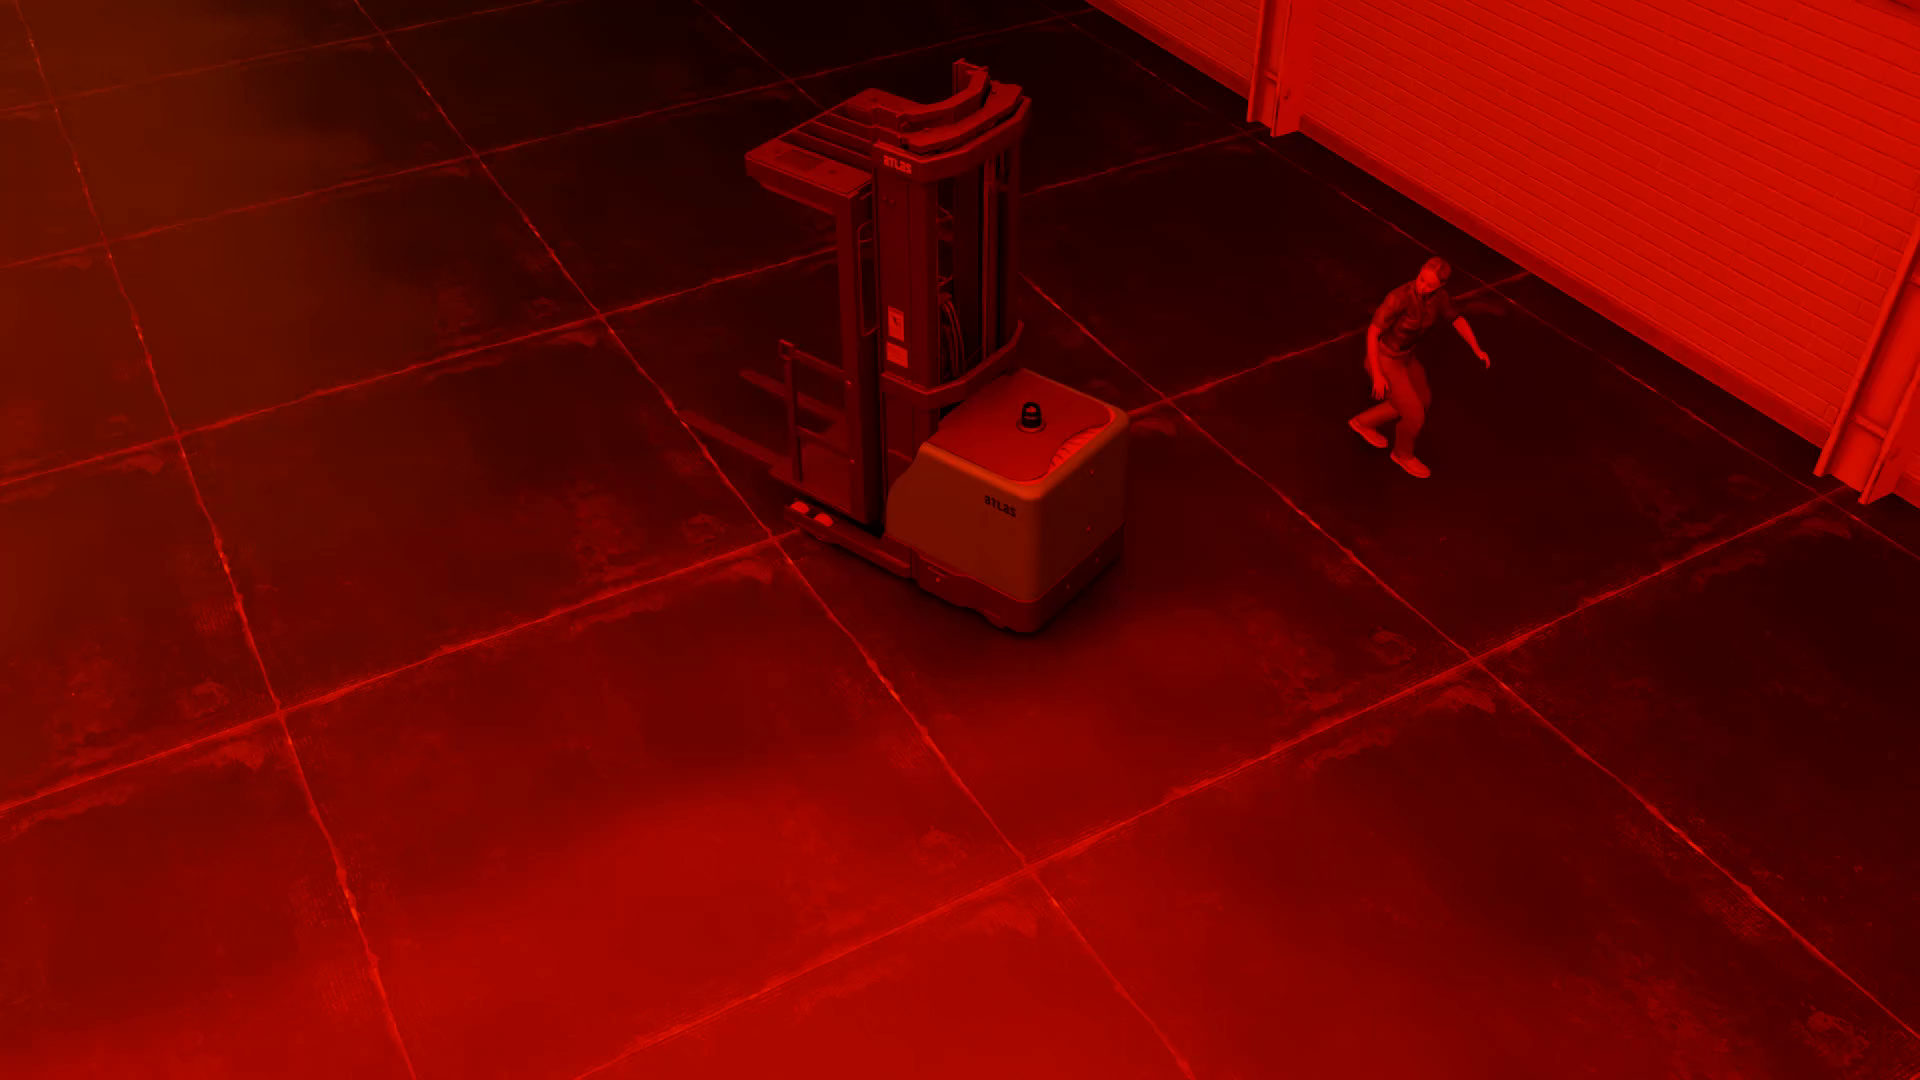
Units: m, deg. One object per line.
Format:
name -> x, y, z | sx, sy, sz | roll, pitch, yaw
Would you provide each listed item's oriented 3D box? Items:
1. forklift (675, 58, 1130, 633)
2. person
forklift -> -0.481, -1.366, 9.683 | 3.031, 2.935, 1.130 | 26, 46, 28
person -> 2.839, -1.056, 10.411 | 0.803, 1.534, 0.792 | 31, 49, 32
